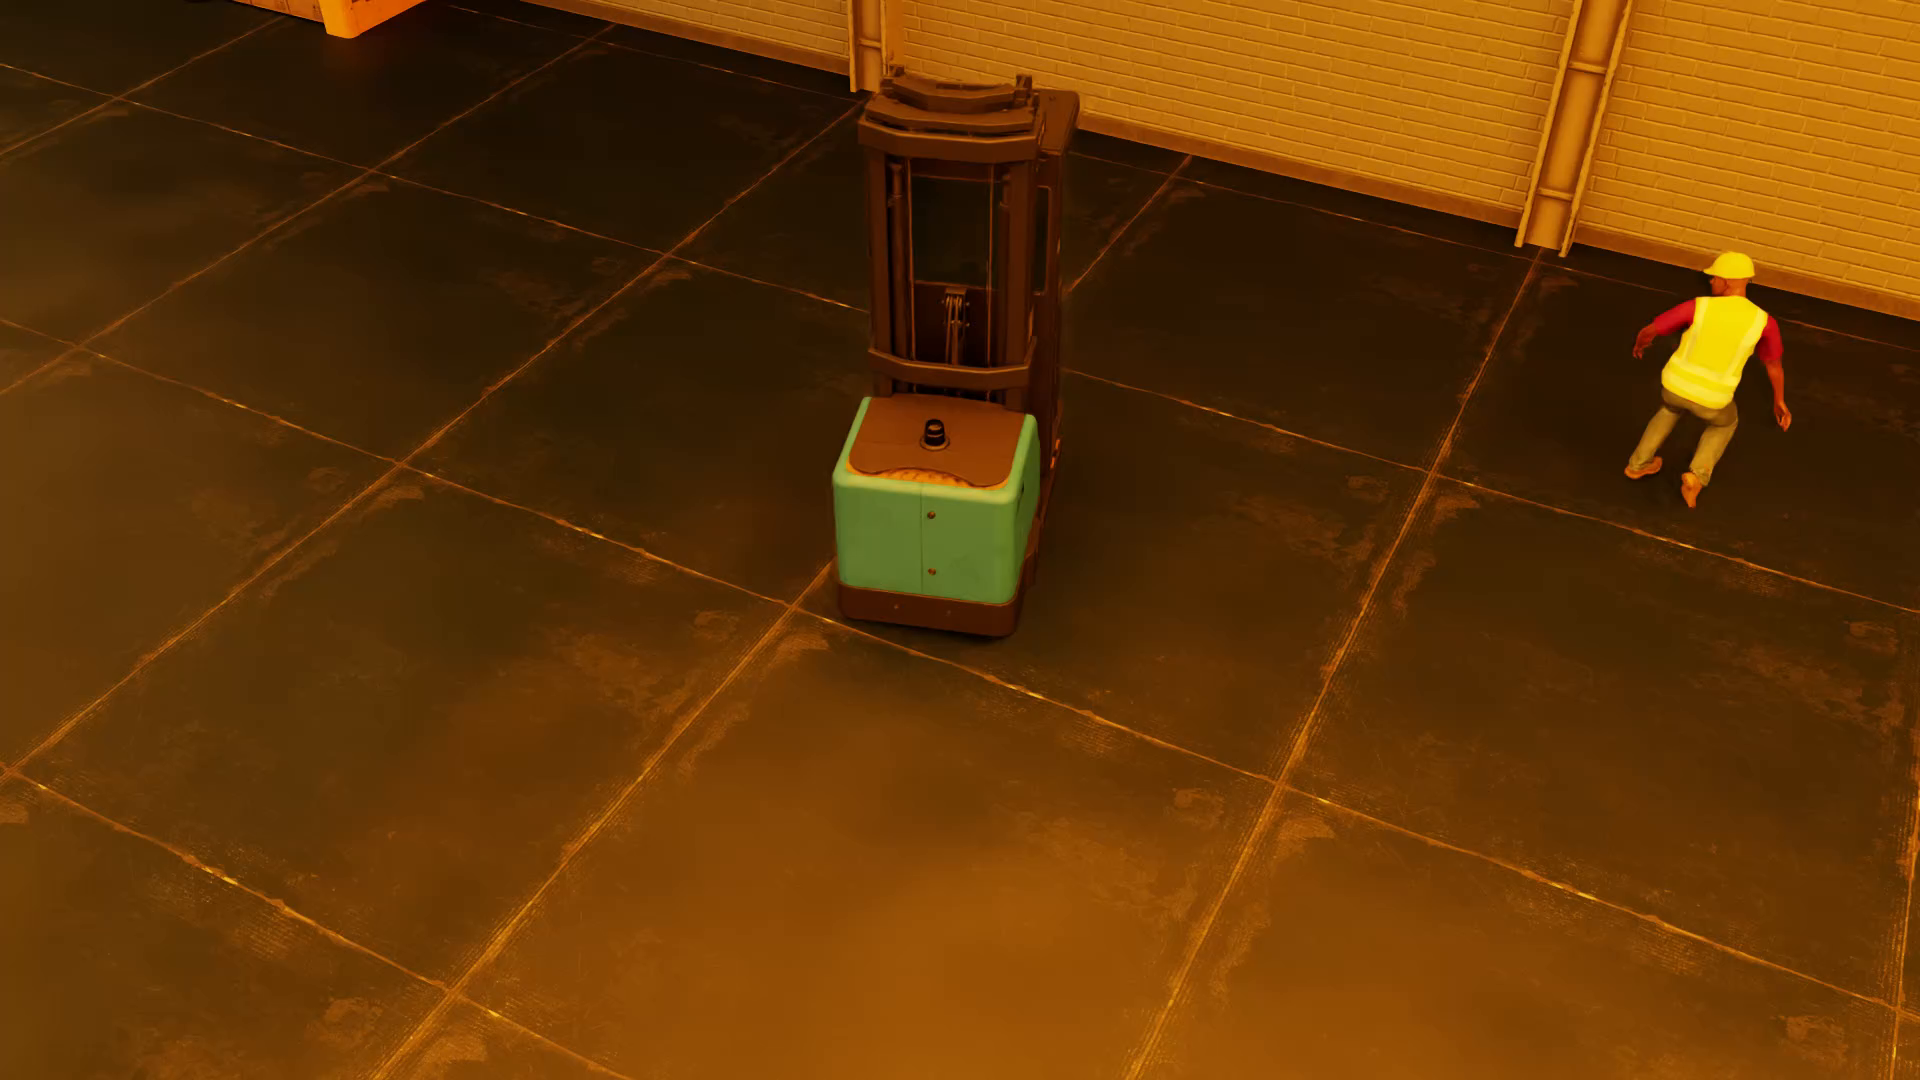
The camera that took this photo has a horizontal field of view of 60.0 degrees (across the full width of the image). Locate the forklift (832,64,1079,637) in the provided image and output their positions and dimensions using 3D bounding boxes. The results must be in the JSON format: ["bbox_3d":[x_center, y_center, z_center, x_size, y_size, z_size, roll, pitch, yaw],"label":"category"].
[{"bbox_3d":[0.063,-1.523,9.795,1.130,2.935,3.031,7,41,8],"label":"forklift"}]

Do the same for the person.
[{"bbox_3d":[4.603,-0.952,10.208,1.009,1.611,0.545,23,45,25],"label":"person"}]
